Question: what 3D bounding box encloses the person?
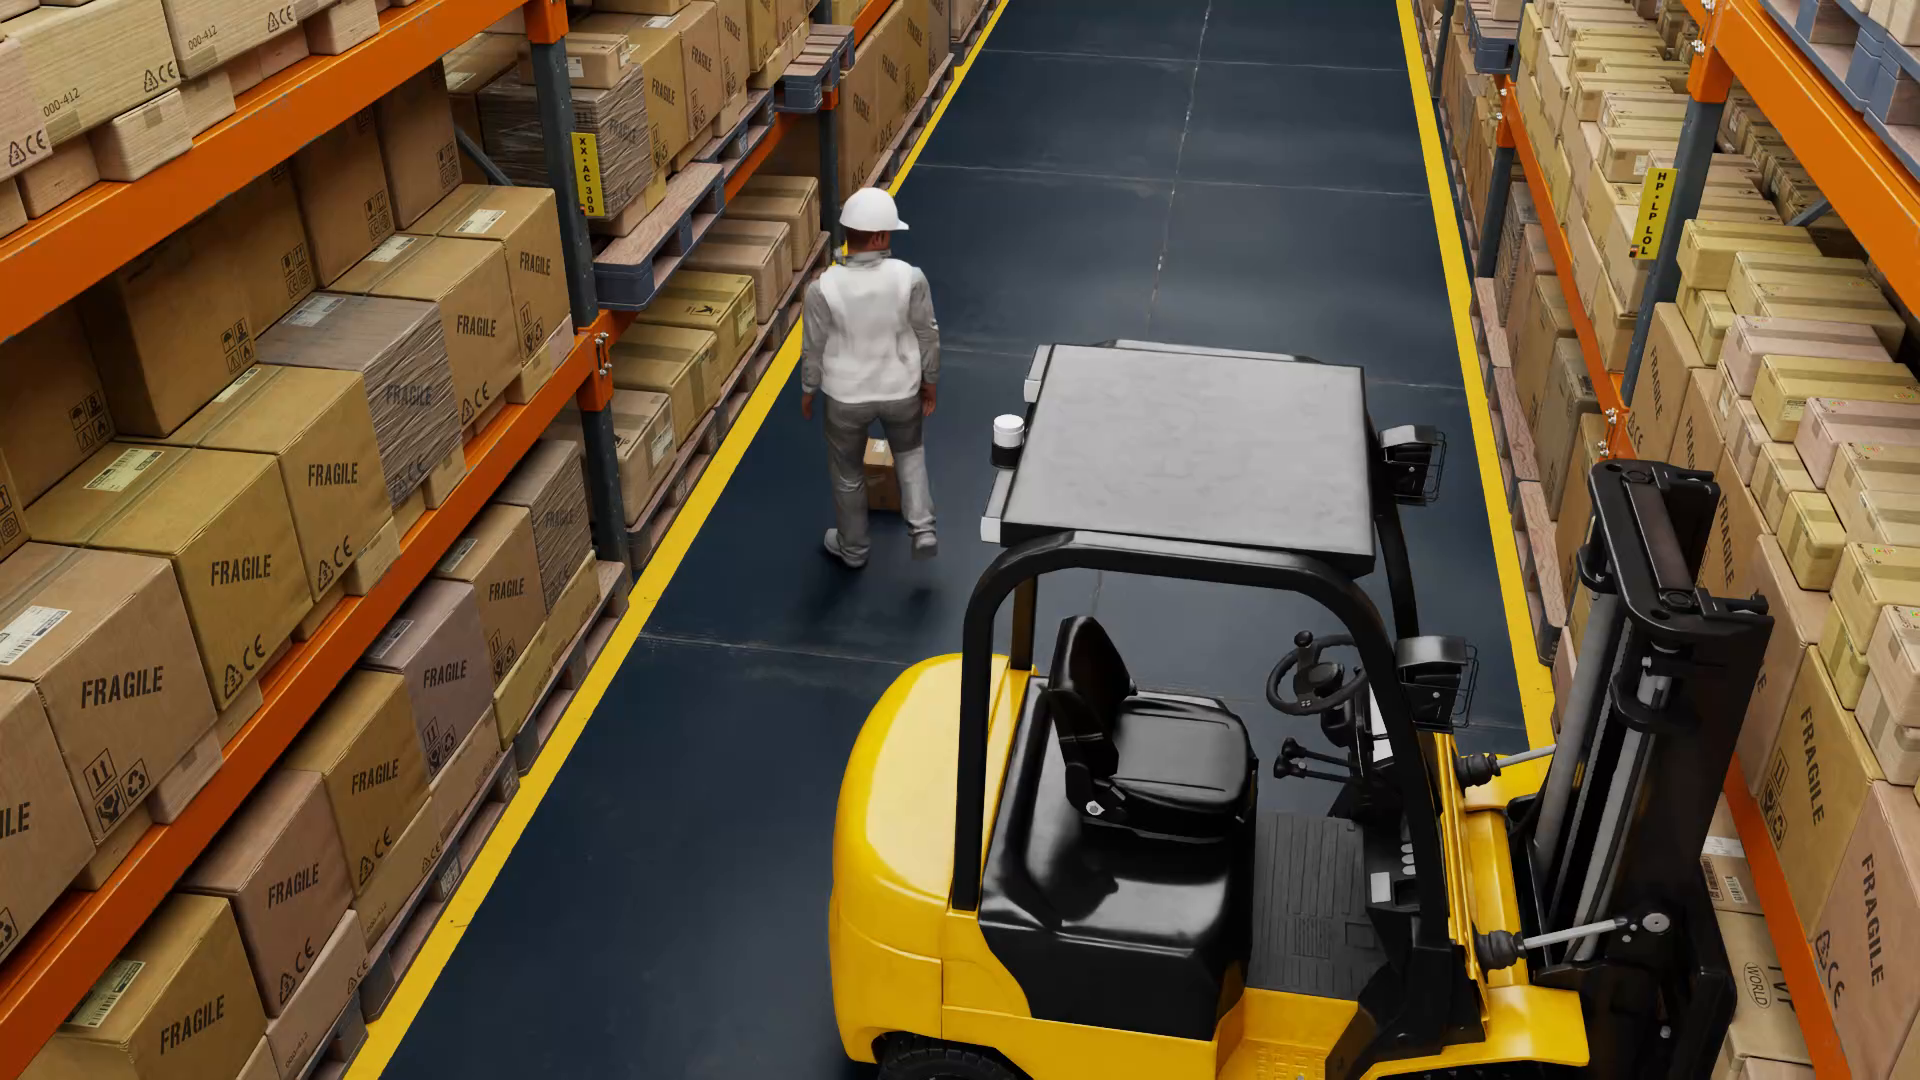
[{"bbox_3d":[-0.375,-0.636,7.091,0.580,1.764,0.571,-9,33,-14],"label":"person"}]
